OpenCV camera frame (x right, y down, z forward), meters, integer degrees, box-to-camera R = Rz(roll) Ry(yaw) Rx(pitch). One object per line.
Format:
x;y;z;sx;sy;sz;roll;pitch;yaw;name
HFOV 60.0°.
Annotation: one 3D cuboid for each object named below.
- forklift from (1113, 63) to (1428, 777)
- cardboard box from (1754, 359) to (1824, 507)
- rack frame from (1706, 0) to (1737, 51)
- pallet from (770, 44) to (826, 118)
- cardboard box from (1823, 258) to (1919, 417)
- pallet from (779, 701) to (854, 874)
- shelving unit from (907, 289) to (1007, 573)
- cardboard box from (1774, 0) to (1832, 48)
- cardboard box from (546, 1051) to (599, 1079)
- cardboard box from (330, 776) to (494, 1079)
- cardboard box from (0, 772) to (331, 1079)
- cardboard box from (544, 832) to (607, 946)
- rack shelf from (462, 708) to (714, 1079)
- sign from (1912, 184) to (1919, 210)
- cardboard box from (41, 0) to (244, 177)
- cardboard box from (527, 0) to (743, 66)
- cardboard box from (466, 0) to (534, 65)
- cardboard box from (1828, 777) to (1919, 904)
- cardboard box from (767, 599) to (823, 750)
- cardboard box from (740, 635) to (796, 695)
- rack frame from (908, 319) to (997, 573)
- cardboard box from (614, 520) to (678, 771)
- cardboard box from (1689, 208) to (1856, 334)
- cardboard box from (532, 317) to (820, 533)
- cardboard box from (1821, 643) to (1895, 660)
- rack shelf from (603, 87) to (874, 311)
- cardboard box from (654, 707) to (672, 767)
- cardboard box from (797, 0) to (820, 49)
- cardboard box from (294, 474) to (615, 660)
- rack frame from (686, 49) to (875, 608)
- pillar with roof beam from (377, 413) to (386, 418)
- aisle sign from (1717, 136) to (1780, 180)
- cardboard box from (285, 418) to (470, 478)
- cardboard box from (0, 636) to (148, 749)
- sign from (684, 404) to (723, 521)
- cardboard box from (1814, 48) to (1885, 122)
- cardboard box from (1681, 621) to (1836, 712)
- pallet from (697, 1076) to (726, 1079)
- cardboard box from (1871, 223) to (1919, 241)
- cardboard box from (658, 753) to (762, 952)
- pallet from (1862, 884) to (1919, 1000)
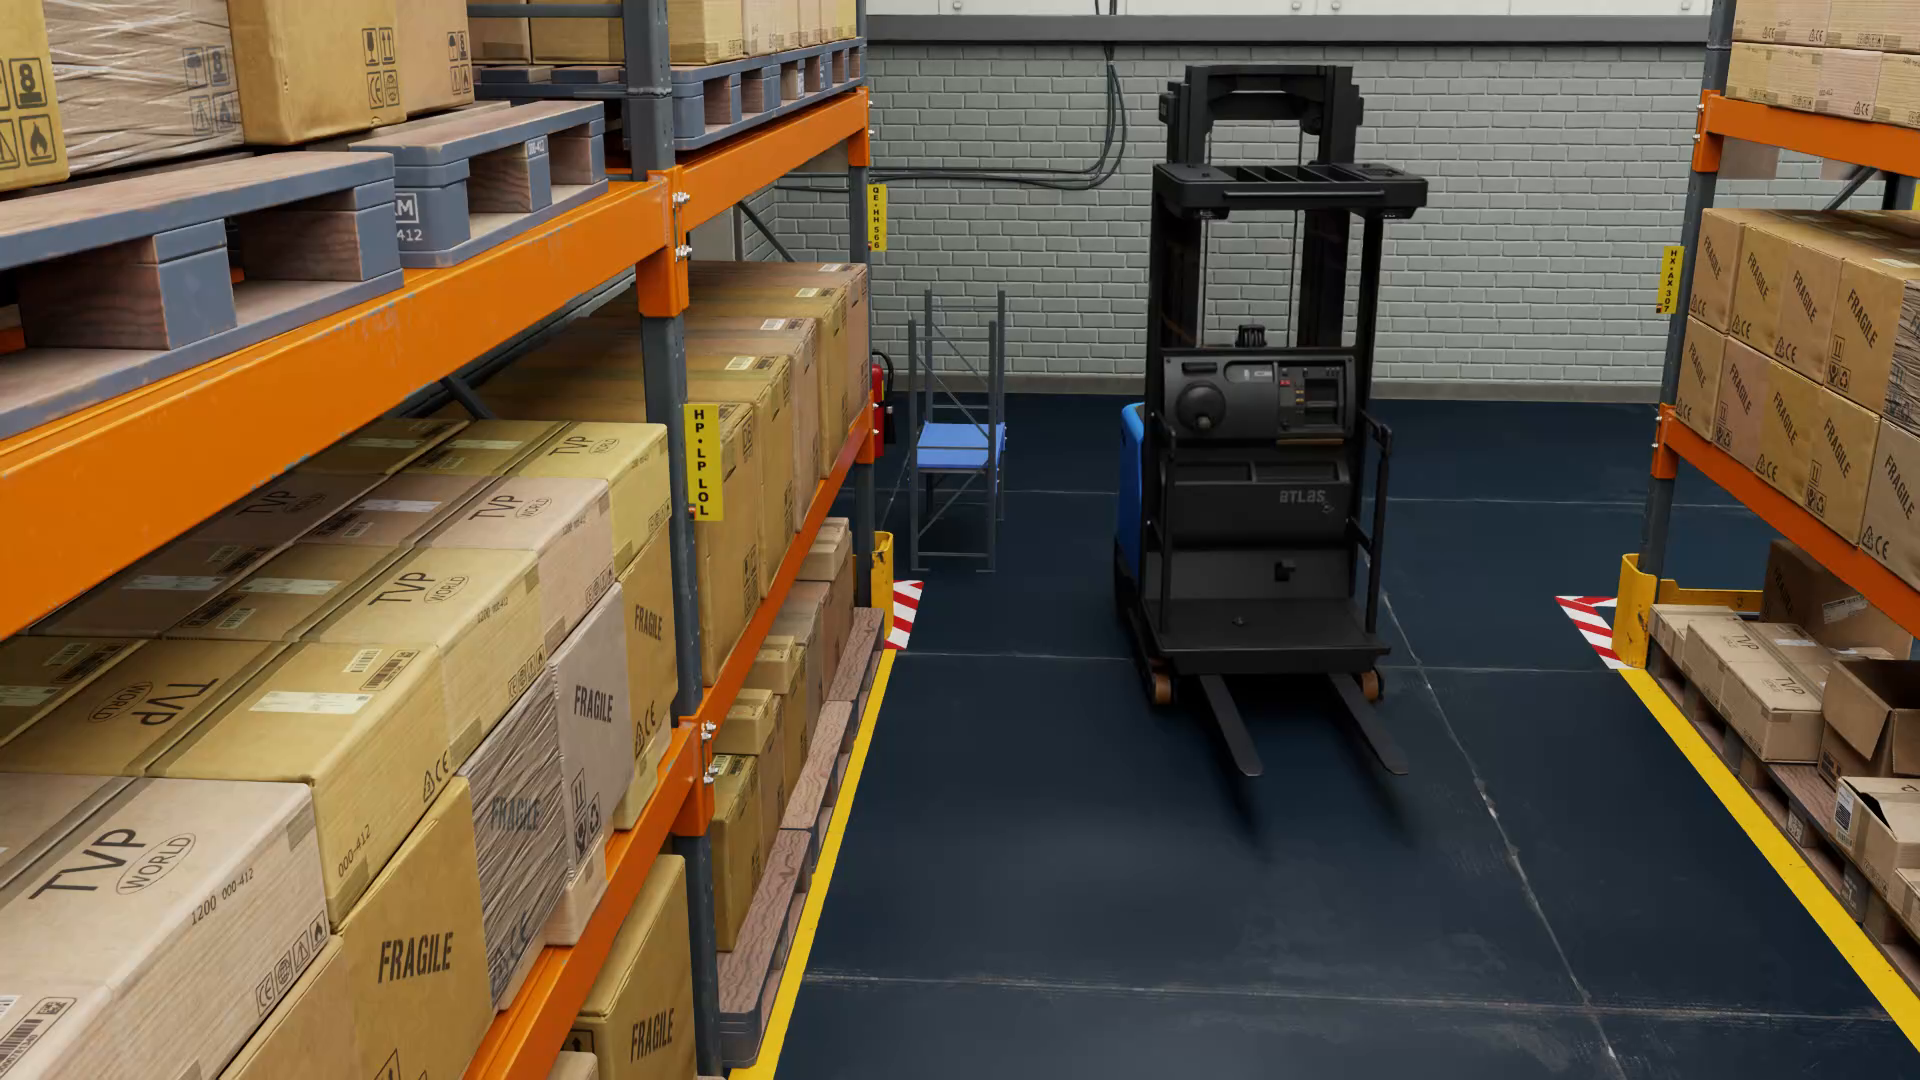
1.454;-0.694;7.833;1.130;2.935;3.031;-1;18;-2;forklift
3.622;-0.437;6.779;0.500;0.500;0.500;1;18;4;cardboard box
3.988;-3.689;7.228;1.000;3.000;0.127;1;18;4;rack frame
-1.081;-1.720;6.180;1.003;0.211;1.213;1;18;4;pallet
3.587;-0.753;6.137;0.500;0.500;0.500;1;18;3;cardboard box
-1.023;1.006;7.014;1.003;0.211;1.213;1;18;4;pallet
-0.006;-0.686;10.109;0.538;1.500;1.048;1;18;4;shelving unit
3.648;-2.121;6.698;0.500;0.250;0.500;1;18;4;cardboard box
-1.218;1.598;3.507;0.750;0.750;0.750;2;18;6;cardboard box
-1.124;0.716;2.752;0.500;0.500;0.500;2;18;5;cardboard box
-1.168;0.525;2.128;0.500;0.250;0.500;1;18;4;cardboard box
-1.001;0.758;3.663;0.380;0.149;0.250;1;18;4;cardboard box
-1.384;1.258;2.921;1.077;0.370;4.000;1;18;4;rack shelf
4.540;-1.519;7.876;0.100;0.325;0.005;1;18;4;sign
-1.488;-0.787;2.325;0.700;0.500;0.500;1;18;4;cardboard box
-0.928;-1.515;4.817;0.500;0.250;0.500;1;18;4;cardboard box
-1.425;-1.524;4.845;0.500;0.250;0.500;1;18;4;cardboard box
3.513;1.057;5.991;0.500;0.311;0.500;1;18;4;cardboard box
-0.975;0.572;7.199;0.700;0.500;0.500;1;18;2;cardboard box
-0.841;0.481;6.436;0.380;0.149;0.250;1;18;2;cardboard box
-0.043;-0.528;9.627;0.500;1.500;0.032;1;18;4;rack frame
-1.022;0.246;4.185;0.500;0.500;0.500;1;18;3;cardboard box
3.693;-1.228;7.588;0.500;0.500;0.500;2;18;6;cardboard box
-1.085;-0.468;6.553;0.980;0.700;0.700;0;18;1;cardboard box
4.076;0.598;7.625;0.380;0.166;0.250;1;18;4;cardboard box
-1.097;-1.410;6.245;1.077;0.370;4.000;1;18;4;rack shelf
-0.982;0.516;4.401;0.380;0.149;0.250;1;18;4;cardboard box
-0.810;-1.992;6.272;0.500;0.250;0.500;1;18;2;cardboard box
-1.065;0.050;3.579;0.500;0.250;0.500;2;18;5;cardboard box
-0.954;-0.947;8.496;1.000;3.000;0.127;1;18;4;rack frame
2.241;-2.696;4.200;9.100;9.000;0.400;1;18;4;pillar with roof beam
3.700;-2.101;7.842;0.394;0.787;0.004;1;18;4;aisle sign
-1.533;-0.122;4.105;0.500;0.250;0.500;2;18;6;cardboard box
-1.637;0.358;2.639;0.500;0.250;0.500;1;18;3;cardboard box
-0.698;-0.208;4.509;0.100;0.325;0.005;1;18;4;sign
3.614;-1.728;6.302;0.500;0.250;0.500;1;18;4;cardboard box
3.630;0.578;7.552;0.500;0.250;0.500;1;18;4;cardboard box
-1.220;1.862;4.403;1.003;0.211;1.213;1;18;4;pallet
4.195;-1.059;7.072;0.500;0.500;0.500;2;18;5;cardboard box
-1.084;1.054;5.730;0.700;0.500;0.500;2;18;5;cardboard box
3.751;1.517;5.456;1.003;0.211;1.213;1;18;4;pallet
